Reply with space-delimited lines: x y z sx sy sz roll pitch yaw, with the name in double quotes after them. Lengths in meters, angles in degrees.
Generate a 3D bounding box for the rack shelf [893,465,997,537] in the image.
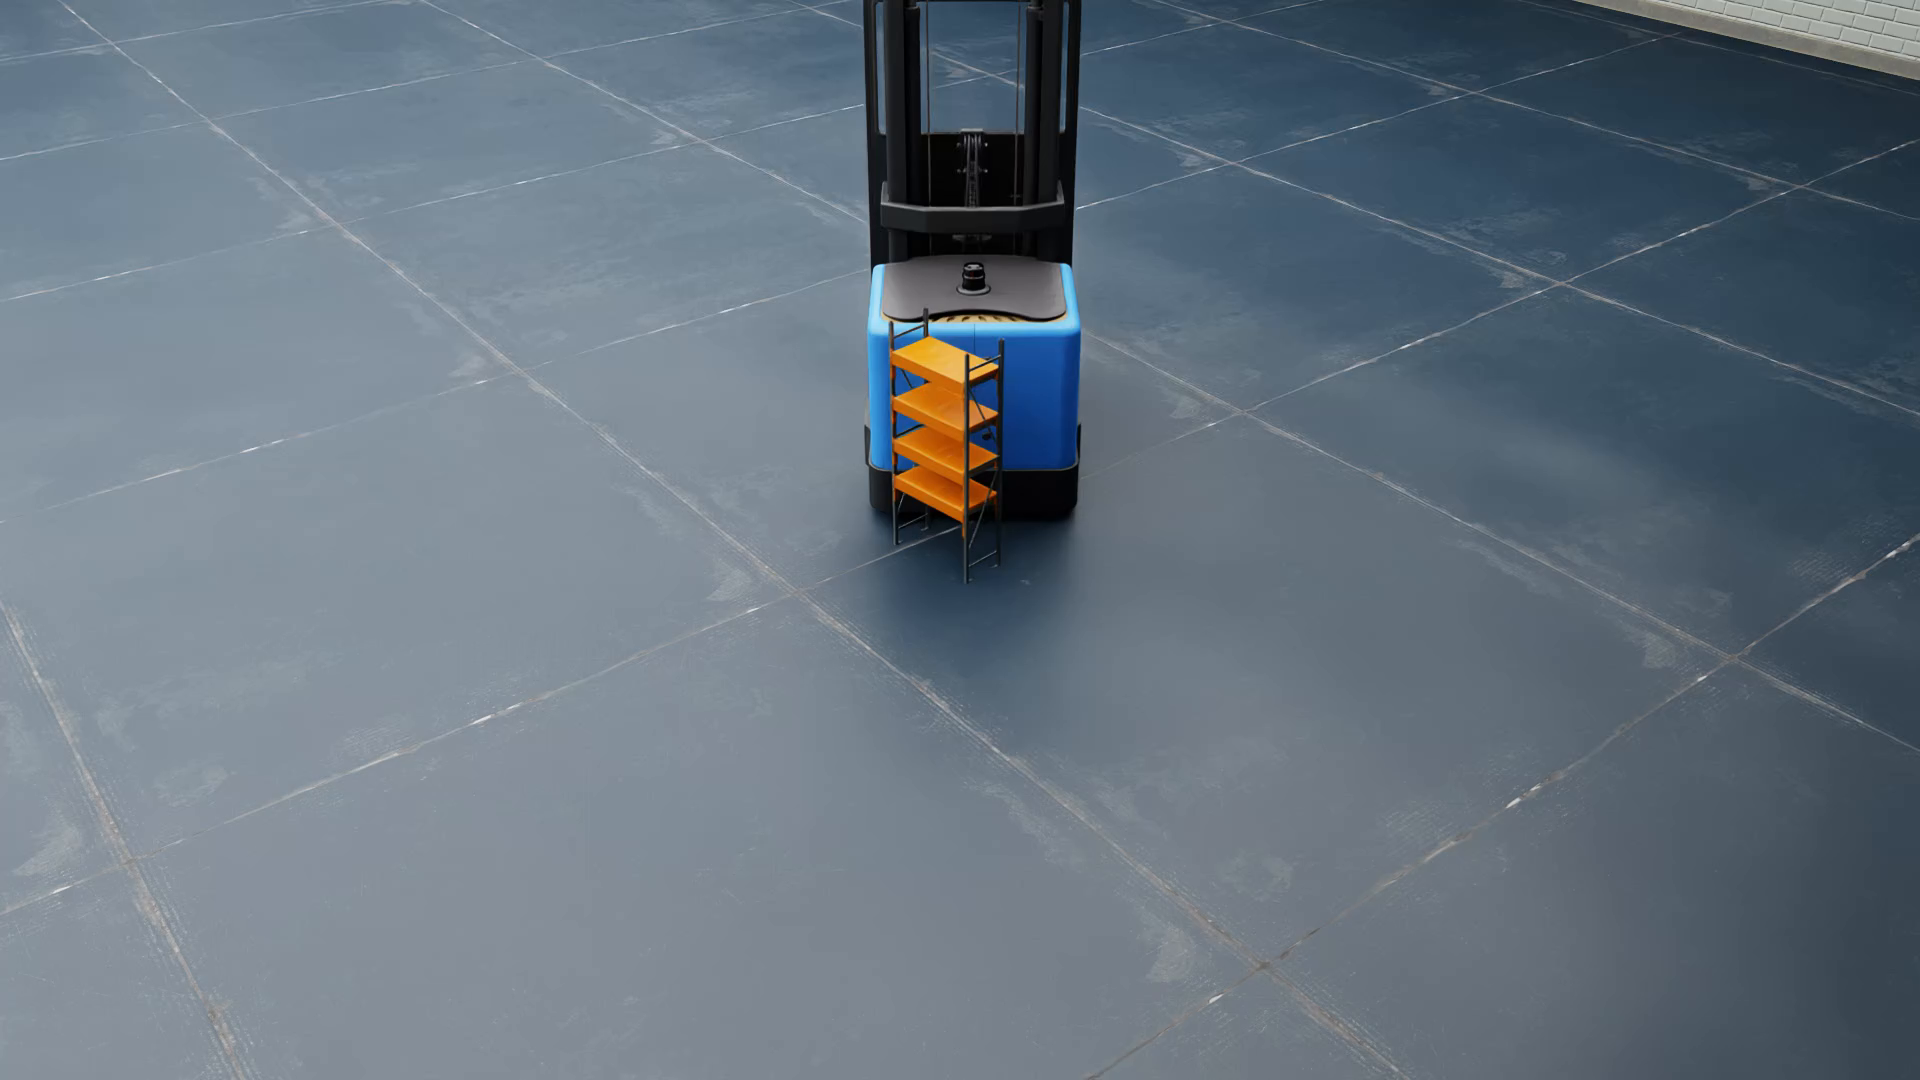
-0.064 -0.210 7.954 0.258 0.148 0.480 -28 41 -37 "rack shelf"

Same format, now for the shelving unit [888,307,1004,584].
-0.064 -0.436 7.814 0.258 1.200 0.503 -28 41 -37 "shelving unit"

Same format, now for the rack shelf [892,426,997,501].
-0.064 -0.379 7.850 0.258 0.148 0.480 -28 41 -37 "rack shelf"

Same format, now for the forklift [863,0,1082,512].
0.058 -2.123 8.890 1.130 2.935 3.031 0 32 0 "forklift"

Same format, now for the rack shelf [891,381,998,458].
-0.064 -0.569 7.732 0.258 0.148 0.480 -28 41 -37 "rack shelf"

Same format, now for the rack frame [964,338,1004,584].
0.108 -0.345 7.668 0.240 1.200 0.015 -28 41 -37 "rack frame"

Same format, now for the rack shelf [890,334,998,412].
-0.064 -0.769 7.607 0.258 0.148 0.480 -28 41 -37 "rack shelf"

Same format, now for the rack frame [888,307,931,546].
-0.237 -0.527 7.961 0.240 1.200 0.015 -28 41 -37 "rack frame"
